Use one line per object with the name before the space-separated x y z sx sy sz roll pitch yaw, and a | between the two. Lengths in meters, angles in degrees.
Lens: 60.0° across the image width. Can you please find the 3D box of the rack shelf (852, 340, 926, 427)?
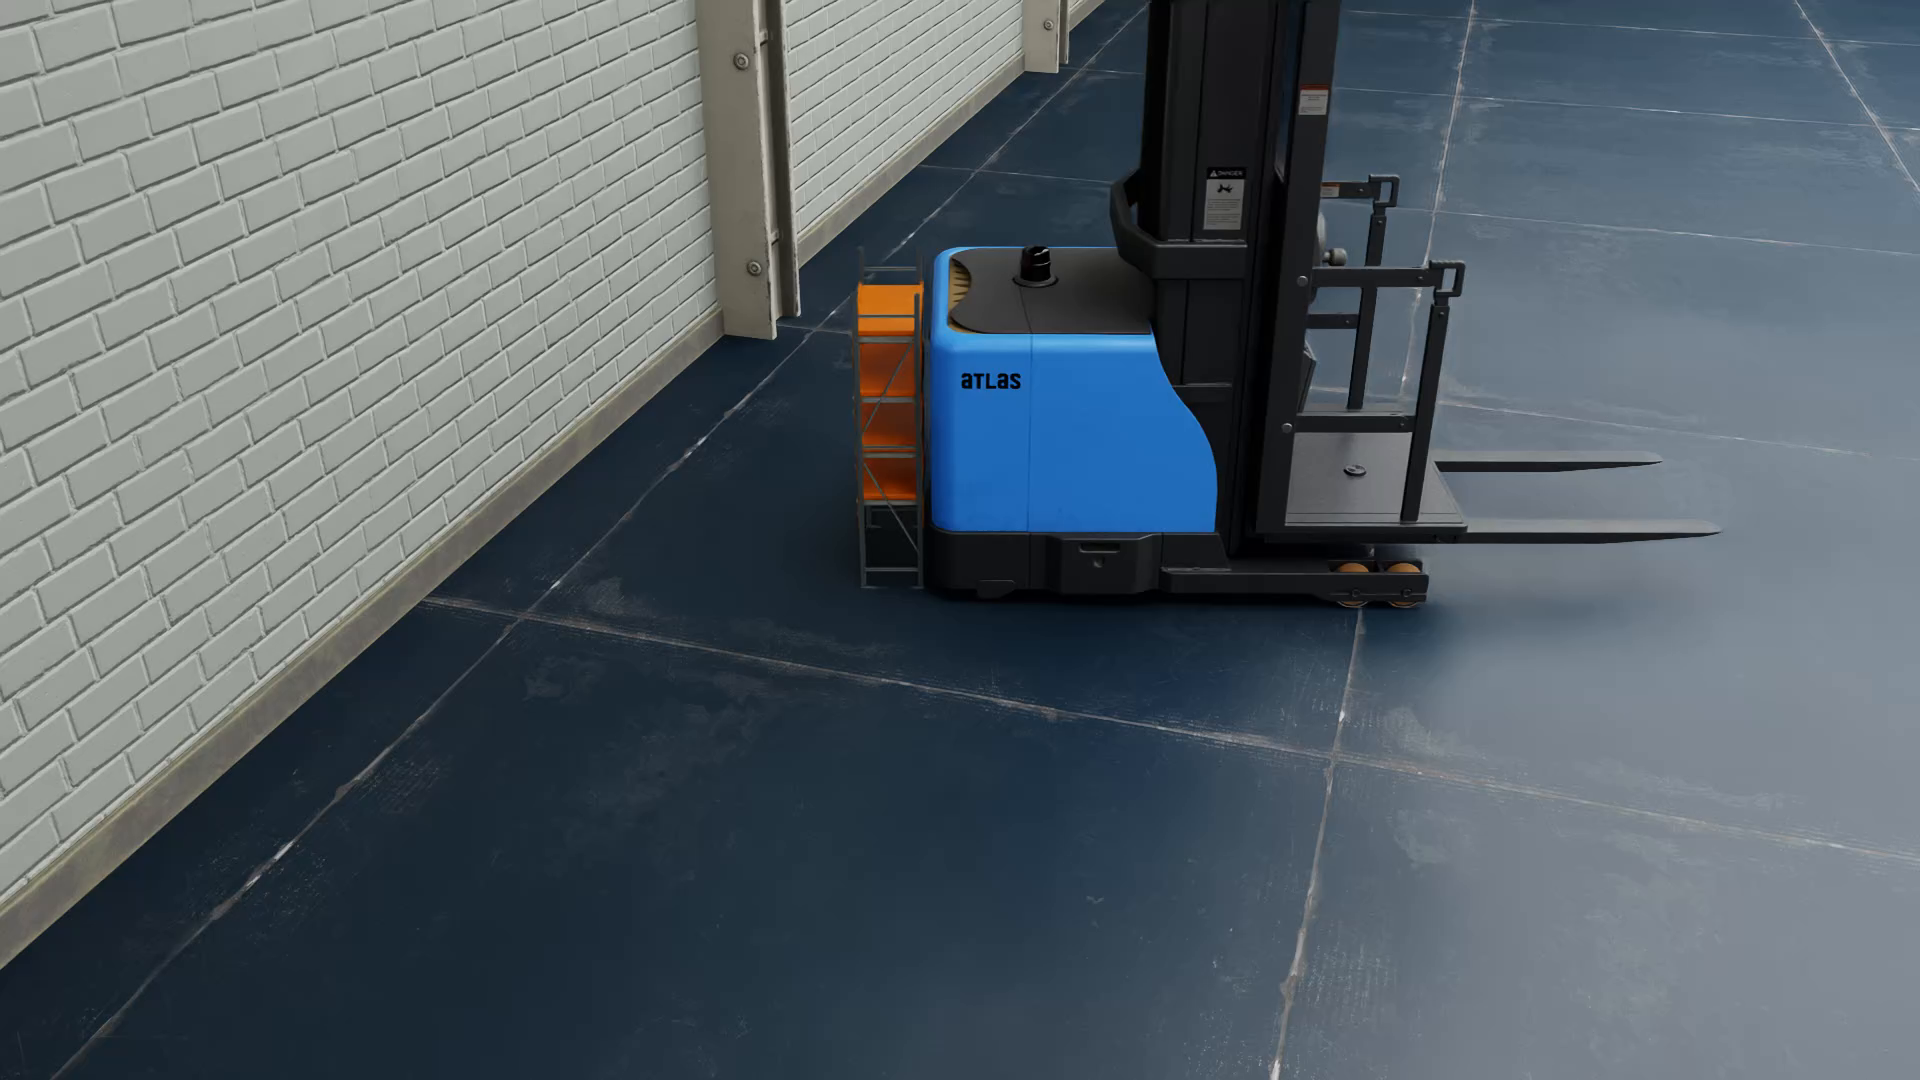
rack shelf | -0.262 -0.594 6.262 0.258 0.148 0.480 0 29 0

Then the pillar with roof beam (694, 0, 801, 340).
pillar with roof beam | 3.057 -4.468 5.525 9.100 9.000 0.400 8 30 15

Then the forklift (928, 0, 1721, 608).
forklift | 1.397 -1.284 6.043 3.031 2.935 1.130 0 29 0

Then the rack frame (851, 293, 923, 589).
rack frame | -0.261 -0.339 6.125 0.240 1.200 0.015 0 29 0

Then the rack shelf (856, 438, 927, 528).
rack shelf | -0.262 -0.225 6.467 0.258 0.148 0.480 0 29 0

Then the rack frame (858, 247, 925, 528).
rack frame | -0.263 -0.576 6.551 0.240 1.200 0.015 0 29 0

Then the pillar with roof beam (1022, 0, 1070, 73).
pillar with roof beam | 4.818 -7.257 10.538 9.100 9.000 0.400 8 30 15

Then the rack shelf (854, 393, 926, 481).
rack shelf | -0.262 -0.399 6.371 0.258 0.148 0.480 0 29 0

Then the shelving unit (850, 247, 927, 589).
shelving unit | -0.262 -0.457 6.338 0.258 1.200 0.503 0 29 0

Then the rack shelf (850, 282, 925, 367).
rack shelf | -0.262 -0.801 6.147 0.258 0.148 0.480 0 29 0
